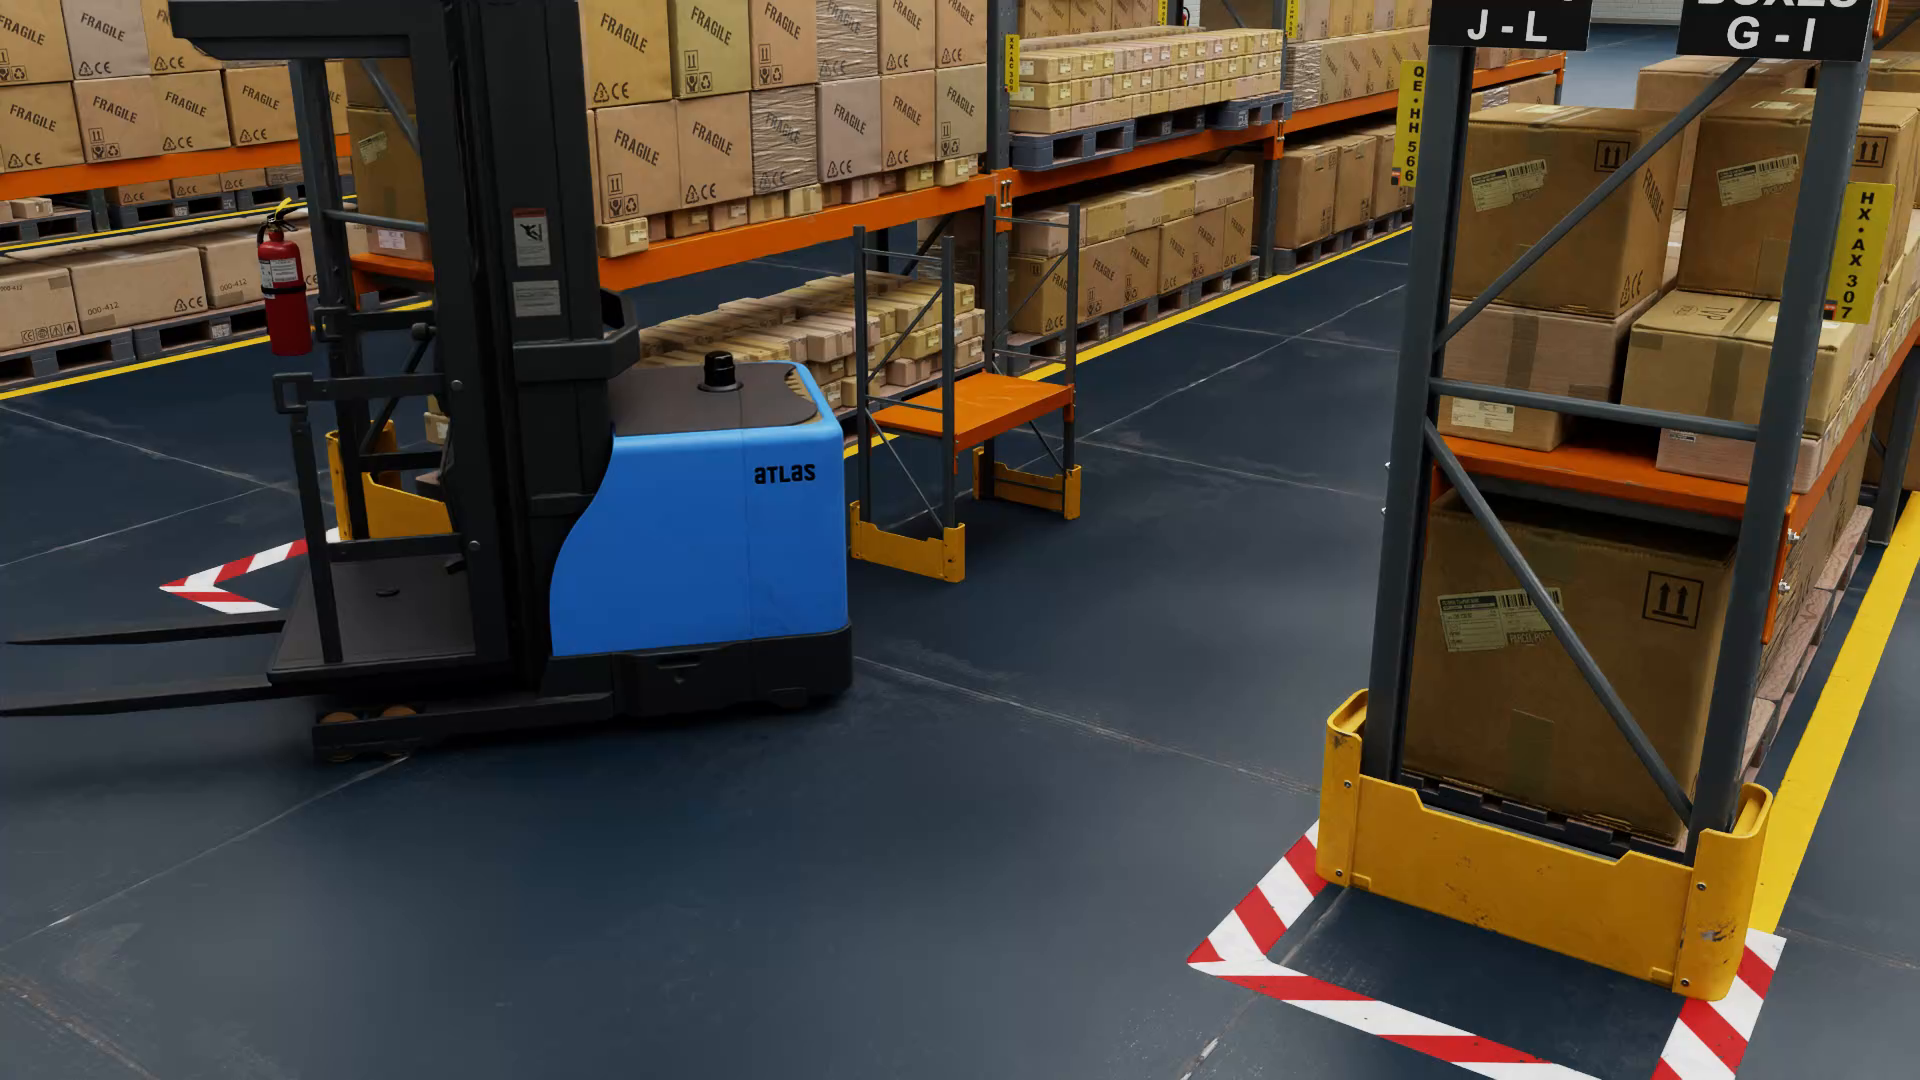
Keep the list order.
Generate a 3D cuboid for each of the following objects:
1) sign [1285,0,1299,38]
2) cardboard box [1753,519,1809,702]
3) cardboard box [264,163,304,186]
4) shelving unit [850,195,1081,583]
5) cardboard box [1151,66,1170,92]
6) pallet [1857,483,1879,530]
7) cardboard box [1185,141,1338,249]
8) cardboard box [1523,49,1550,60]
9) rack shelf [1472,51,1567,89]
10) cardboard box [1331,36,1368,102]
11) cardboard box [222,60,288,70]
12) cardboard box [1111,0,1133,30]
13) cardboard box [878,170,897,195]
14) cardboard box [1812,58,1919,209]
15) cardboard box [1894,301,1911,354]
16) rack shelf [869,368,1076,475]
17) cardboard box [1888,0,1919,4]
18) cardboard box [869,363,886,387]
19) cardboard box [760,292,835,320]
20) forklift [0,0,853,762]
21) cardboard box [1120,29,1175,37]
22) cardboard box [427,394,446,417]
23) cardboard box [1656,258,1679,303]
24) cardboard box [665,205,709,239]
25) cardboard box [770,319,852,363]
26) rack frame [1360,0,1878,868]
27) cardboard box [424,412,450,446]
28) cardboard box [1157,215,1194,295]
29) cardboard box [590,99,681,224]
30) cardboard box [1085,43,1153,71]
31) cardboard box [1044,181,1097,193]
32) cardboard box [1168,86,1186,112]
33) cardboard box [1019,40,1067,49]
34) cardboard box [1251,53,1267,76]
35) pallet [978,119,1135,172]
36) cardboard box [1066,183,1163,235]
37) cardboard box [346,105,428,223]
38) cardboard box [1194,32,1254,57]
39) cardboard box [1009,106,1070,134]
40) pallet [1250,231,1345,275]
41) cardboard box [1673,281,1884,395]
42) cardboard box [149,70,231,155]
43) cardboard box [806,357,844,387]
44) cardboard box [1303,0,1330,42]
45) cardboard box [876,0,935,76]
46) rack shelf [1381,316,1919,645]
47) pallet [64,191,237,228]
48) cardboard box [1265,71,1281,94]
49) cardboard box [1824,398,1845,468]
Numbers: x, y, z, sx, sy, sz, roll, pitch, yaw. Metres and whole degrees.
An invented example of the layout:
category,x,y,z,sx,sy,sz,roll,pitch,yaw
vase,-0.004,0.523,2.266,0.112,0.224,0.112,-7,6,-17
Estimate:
category,x,y,z,sx,sy,sz,roll,pitch,yaw
sign,2.551,-4.031,12.783,0.100,0.325,0.005,13,24,32
cardboard box,2.451,0.003,5.891,0.875,0.875,0.875,13,24,32
cardboard box,-7.079,-3.948,17.112,0.500,0.500,0.500,12,24,30
shelving unit,0.043,-0.725,7.564,0.587,1.500,1.083,13,24,32
cardboard box,1.184,-3.100,11.149,0.380,0.149,0.250,13,24,31
pallet,4.266,-0.412,8.575,1.003,0.211,1.213,13,24,32
cardboard box,2.514,-2.927,13.992,1.050,0.750,0.750,13,24,31
cardboard box,6.132,-5.716,18.679,0.875,0.550,0.550,13,24,32
rack shelf,5.470,-5.012,18.028,1.077,0.370,4.000,13,24,32
cardboard box,3.140,-4.042,14.225,0.500,0.500,0.500,13,24,32
cardboard box,-4.909,-3.451,11.187,0.500,0.500,0.500,14,24,33
cardboard box,1.797,-6.551,20.579,0.500,0.500,0.500,13,24,32
cardboard box,-0.574,-2.014,9.248,0.380,0.149,0.250,13,24,30
cardboard box,3.572,-1.578,6.414,0.500,0.500,0.500,14,24,32
cardboard box,3.128,-0.773,5.894,0.380,0.149,0.250,14,24,33
rack shelf,0.048,-0.559,7.633,0.538,0.185,1.000,13,24,32
cardboard box,5.350,-2.756,9.302,0.797,0.503,0.637,14,24,33
cardboard box,-0.649,-0.963,9.548,0.380,0.149,0.250,13,24,31
cardboard box,-0.949,-1.332,9.688,0.380,0.149,0.250,13,24,30
forklift,-1.967,-0.814,5.742,3.031,2.935,1.130,-5,21,-12
cardboard box,1.387,-3.744,12.463,0.380,0.149,0.250,13,24,32
cardboard box,-2.312,-0.673,7.907,0.380,0.149,0.250,14,24,32
cardboard box,1.984,-0.742,5.234,0.500,0.250,0.500,13,24,31
cardboard box,-1.437,-1.566,8.037,0.380,0.149,0.250,13,24,31
cardboard box,-0.808,-1.078,9.002,0.380,0.149,0.250,12,24,30
rack frame,1.645,-0.336,4.351,1.000,3.000,0.127,13,24,32
cardboard box,-2.339,-0.539,7.974,0.380,0.149,0.250,13,24,30
cardboard box,1.365,-2.110,12.142,0.500,0.500,0.500,12,23,29
cardboard box,-1.639,-1.753,7.606,0.500,0.500,0.500,13,24,32
cardboard box,1.034,-3.161,10.885,0.380,0.149,0.250,13,24,31
cardboard box,0.644,-2.419,11.898,0.500,0.250,0.500,12,23,29
cardboard box,1.324,-3.030,11.390,0.380,0.149,0.250,12,23,29
cardboard box,0.499,-3.288,11.229,0.380,0.149,0.250,12,24,30
cardboard box,2.048,-3.539,12.337,0.380,0.149,0.250,14,25,34
pallet,0.399,-2.581,10.696,1.003,0.211,1.213,13,24,32
cardboard box,1.070,-2.316,11.619,0.500,0.250,0.500,14,25,34
cardboard box,-2.360,-1.698,7.459,0.500,0.500,0.500,14,24,33
cardboard box,1.911,-3.609,12.098,0.380,0.149,0.250,14,25,33
cardboard box,0.451,-2.583,10.180,0.380,0.149,0.250,12,23,29
pallet,2.603,-2.532,14.305,1.003,0.211,1.213,13,24,32
cardboard box,2.425,-0.641,4.962,0.500,0.250,0.500,13,24,31
cardboard box,-5.213,-2.838,10.968,0.500,0.500,0.500,14,25,34
cardboard box,-0.860,-0.964,9.123,0.380,0.149,0.250,12,23,29
cardboard box,2.641,-4.416,13.795,0.700,0.500,0.500,13,24,31
cardboard box,-0.478,-2.799,8.993,0.500,0.500,0.500,12,24,30
rack shelf,2.770,-0.573,6.027,1.077,0.370,4.000,13,24,32
pallet,-7.983,-3.316,16.427,1.003,0.211,1.213,13,24,32
cardboard box,2.200,-3.476,12.595,0.380,0.149,0.250,14,24,33
cardboard box,2.261,-0.330,4.695,0.380,0.149,0.250,13,24,31
